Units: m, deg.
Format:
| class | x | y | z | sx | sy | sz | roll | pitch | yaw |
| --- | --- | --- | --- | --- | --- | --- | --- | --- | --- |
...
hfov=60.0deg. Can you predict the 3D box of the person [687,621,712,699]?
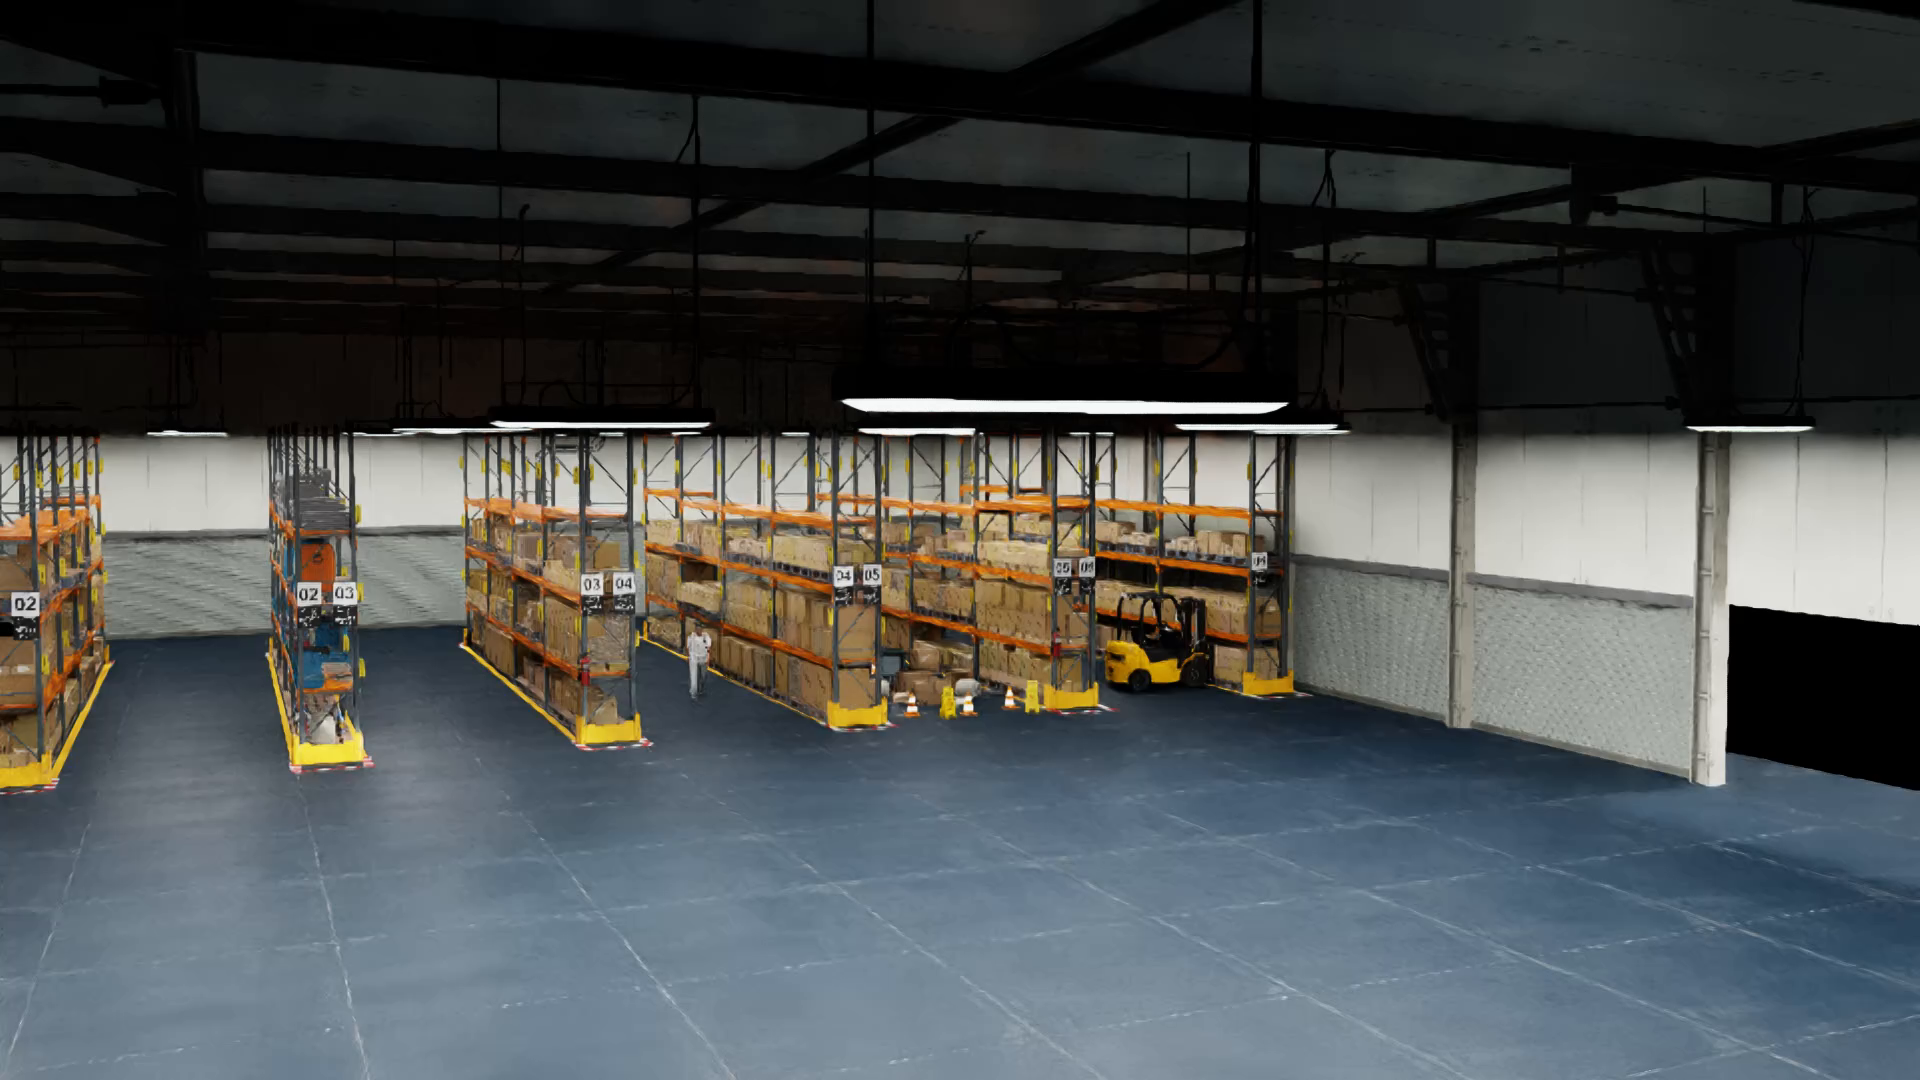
| class | x | y | z | sx | sy | sz | roll | pitch | yaw |
| --- | --- | --- | --- | --- | --- | --- | --- | --- | --- |
| person | -5.731 | 2.618 | 36.586 | 0.533 | 1.707 | 1.040 | -1 | 4 | -15 |
